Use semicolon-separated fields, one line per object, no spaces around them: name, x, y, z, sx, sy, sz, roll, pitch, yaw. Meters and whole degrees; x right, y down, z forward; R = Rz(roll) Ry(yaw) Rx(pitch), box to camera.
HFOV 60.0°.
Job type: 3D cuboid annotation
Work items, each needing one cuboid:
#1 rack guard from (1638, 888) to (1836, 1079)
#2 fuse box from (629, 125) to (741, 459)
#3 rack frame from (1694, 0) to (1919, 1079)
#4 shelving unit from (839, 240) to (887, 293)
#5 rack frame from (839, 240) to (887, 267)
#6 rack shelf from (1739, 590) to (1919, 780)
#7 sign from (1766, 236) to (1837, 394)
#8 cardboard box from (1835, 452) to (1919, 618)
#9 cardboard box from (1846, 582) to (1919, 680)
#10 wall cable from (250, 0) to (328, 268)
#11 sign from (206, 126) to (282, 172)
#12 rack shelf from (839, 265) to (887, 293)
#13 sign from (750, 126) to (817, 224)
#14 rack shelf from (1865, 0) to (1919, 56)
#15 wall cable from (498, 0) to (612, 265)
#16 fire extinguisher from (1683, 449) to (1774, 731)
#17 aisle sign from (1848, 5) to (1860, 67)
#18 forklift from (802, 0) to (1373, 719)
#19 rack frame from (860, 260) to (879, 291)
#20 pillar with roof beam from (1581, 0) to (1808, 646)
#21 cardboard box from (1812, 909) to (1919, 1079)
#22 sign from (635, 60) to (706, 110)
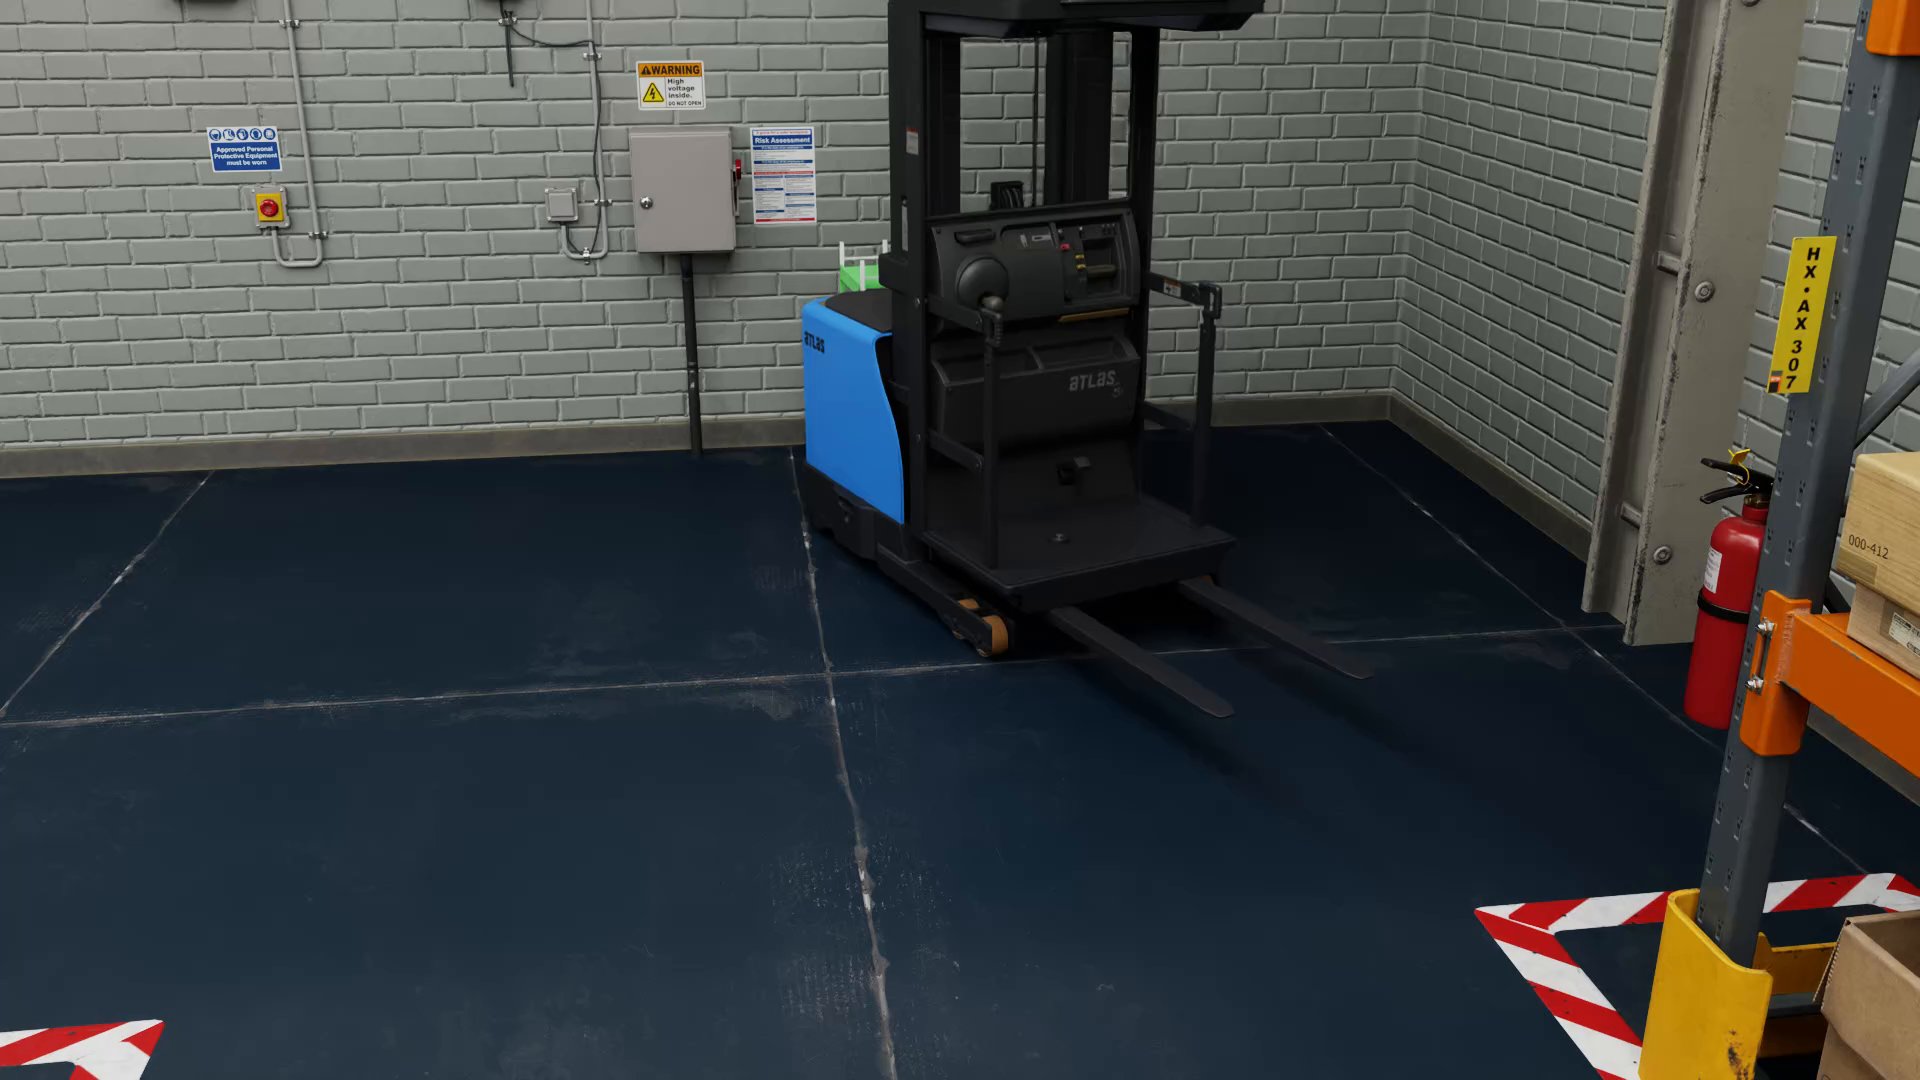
rack guard;2.285;1.114;4.019;1.175;0.500;0.348;-3;21;-8
fuse box;-1.374;-1.235;8.576;0.539;1.711;0.414;-3;21;-8
rack frame;2.274;-0.083;3.652;1.000;3.000;0.127;-3;21;-8
shelving unit;-0.416;-0.842;8.255;0.258;1.200;0.503;-5;21;-14
rack frame;-0.480;-0.924;8.475;0.240;1.200;0.015;-5;21;-14
rack shelf;2.562;0.946;1.924;1.077;0.370;4.000;-3;21;-8
sign;1.737;-0.461;3.427;0.100;0.325;0.005;-3;21;-8
cardboard box;2.072;0.018;3.169;0.500;0.250;0.500;-3;21;-7
cardboard box;2.050;0.162;3.354;0.380;0.149;0.250;-3;21;-8
wall cable;-3.474;-2.273;8.019;0.585;1.953;0.123;-3;21;-8
sign;-3.530;-1.928;8.205;0.327;0.218;0.001;-3;21;-8
rack shelf;-0.416;-1.231;8.109;0.258;0.148;0.480;-5;21;-14
sign;-0.915;-1.890;8.626;0.329;0.494;0.001;-3;21;-8
rack shelf;2.562;-0.459;1.399;1.077;0.370;4.000;-3;21;-8
wall cable;-2.072;-2.334;8.227;0.588;1.984;0.122;-3;21;-8
fire extinguisher;1.795;0.100;3.805;0.296;0.674;0.183;-3;21;-8
aisle sign;1.973;-1.310;3.221;0.394;0.787;0.004;-3;21;-8
forklift;0.419;-1.095;6.460;1.130;2.935;3.031;-11;23;-27
rack frame;-0.353;-0.759;8.034;0.240;1.200;0.015;-5;21;-14
pillar with roof beam;-1.483;-3.656;4.642;9.100;9.000;0.400;-3;21;-8
cardboard box;2.268;1.106;3.436;0.797;0.503;0.637;-4;21;-10
sign;-1.458;-2.294;8.391;0.339;0.242;0.001;-3;21;-8
